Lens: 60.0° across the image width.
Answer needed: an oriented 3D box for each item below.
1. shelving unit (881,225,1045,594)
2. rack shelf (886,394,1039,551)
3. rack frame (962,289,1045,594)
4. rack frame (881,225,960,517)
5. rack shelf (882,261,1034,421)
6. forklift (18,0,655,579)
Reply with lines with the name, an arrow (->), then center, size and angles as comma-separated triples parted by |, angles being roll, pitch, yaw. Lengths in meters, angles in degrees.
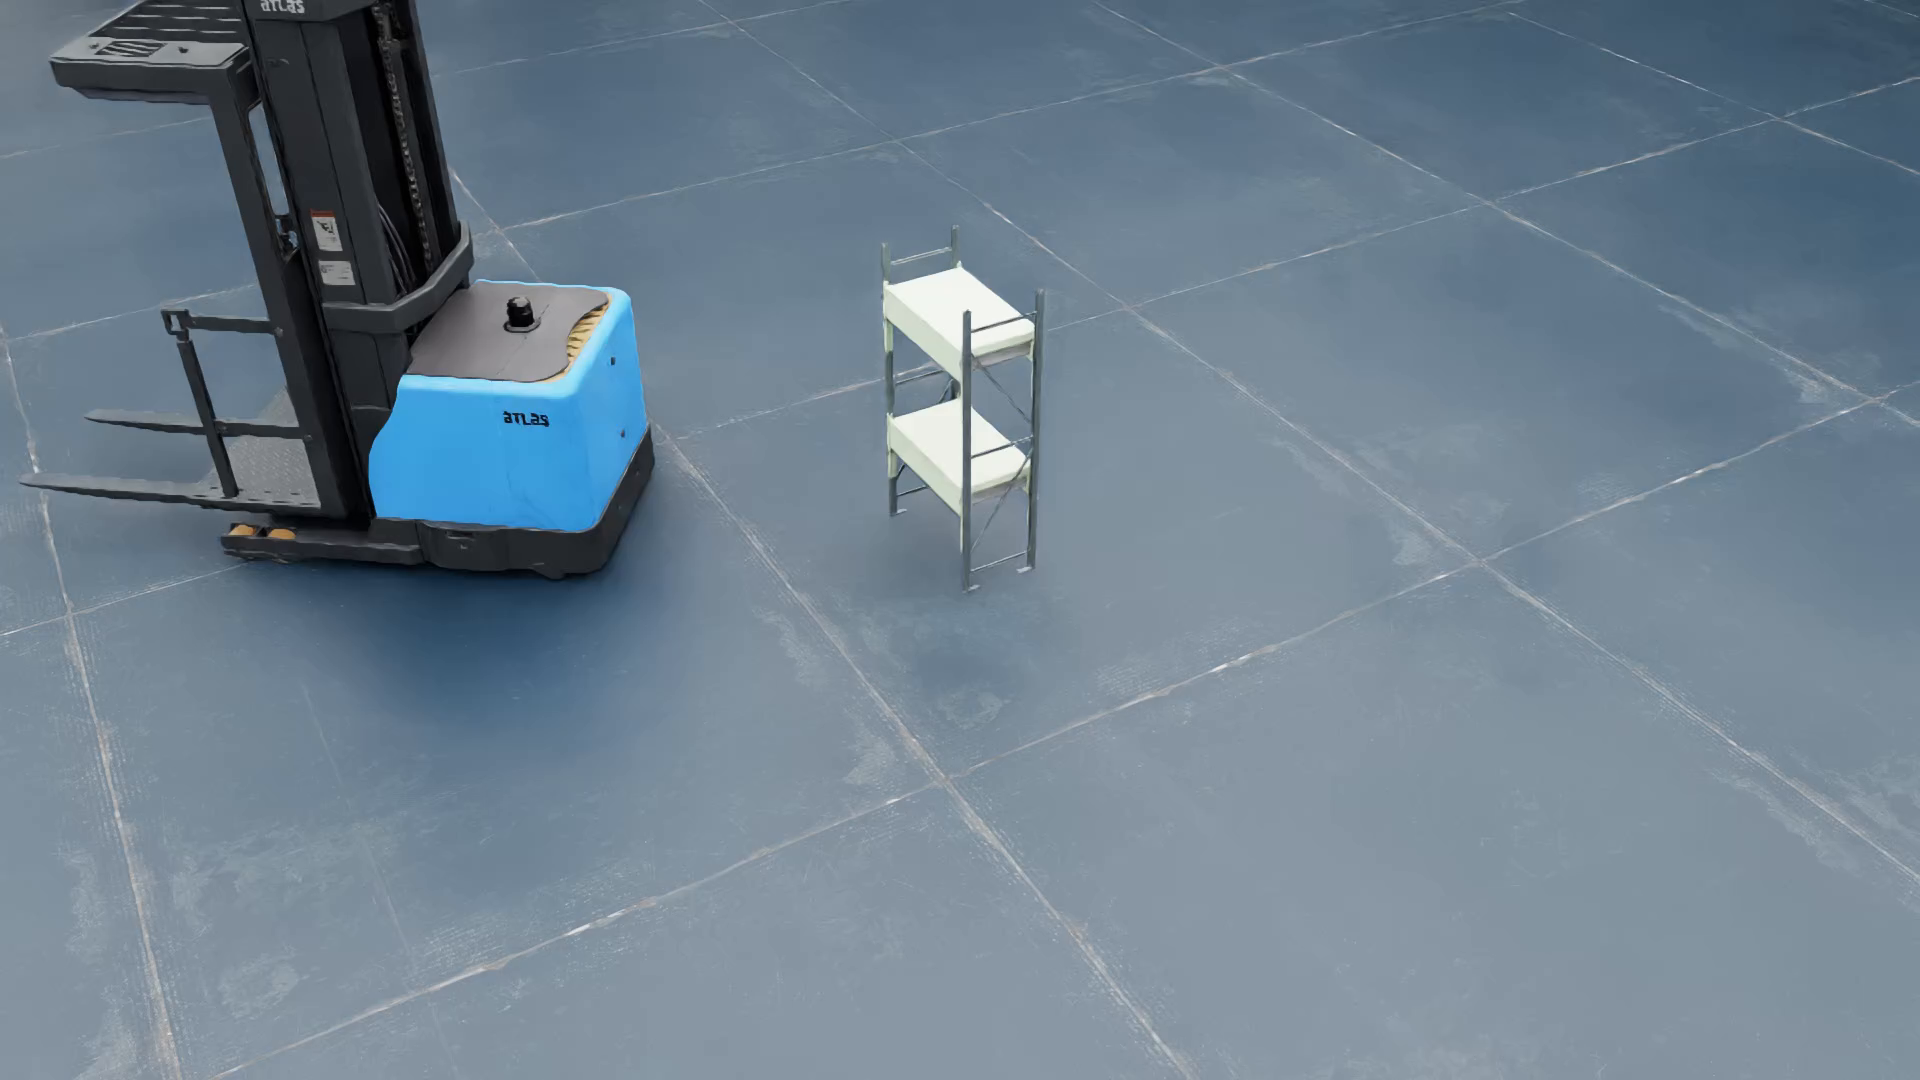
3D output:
shelving unit -> 0.003, -0.602, 7.803 | 0.431, 1.500, 0.755 | -19, 40, -24
rack shelf -> 0.003, -0.339, 7.995 | 0.431, 0.370, 0.720 | -19, 40, -24
rack frame -> 0.187, -0.416, 7.547 | 0.400, 1.500, 0.023 | -19, 40, -24
rack frame -> -0.181, -0.789, 8.059 | 0.400, 1.500, 0.023 | -19, 40, -24
rack shelf -> 0.003, -0.917, 7.573 | 0.431, 0.370, 0.720 | -19, 40, -24
forklift -> -3.147, -1.377, 7.650 | 3.031, 2.935, 1.130 | 4, 36, 6
